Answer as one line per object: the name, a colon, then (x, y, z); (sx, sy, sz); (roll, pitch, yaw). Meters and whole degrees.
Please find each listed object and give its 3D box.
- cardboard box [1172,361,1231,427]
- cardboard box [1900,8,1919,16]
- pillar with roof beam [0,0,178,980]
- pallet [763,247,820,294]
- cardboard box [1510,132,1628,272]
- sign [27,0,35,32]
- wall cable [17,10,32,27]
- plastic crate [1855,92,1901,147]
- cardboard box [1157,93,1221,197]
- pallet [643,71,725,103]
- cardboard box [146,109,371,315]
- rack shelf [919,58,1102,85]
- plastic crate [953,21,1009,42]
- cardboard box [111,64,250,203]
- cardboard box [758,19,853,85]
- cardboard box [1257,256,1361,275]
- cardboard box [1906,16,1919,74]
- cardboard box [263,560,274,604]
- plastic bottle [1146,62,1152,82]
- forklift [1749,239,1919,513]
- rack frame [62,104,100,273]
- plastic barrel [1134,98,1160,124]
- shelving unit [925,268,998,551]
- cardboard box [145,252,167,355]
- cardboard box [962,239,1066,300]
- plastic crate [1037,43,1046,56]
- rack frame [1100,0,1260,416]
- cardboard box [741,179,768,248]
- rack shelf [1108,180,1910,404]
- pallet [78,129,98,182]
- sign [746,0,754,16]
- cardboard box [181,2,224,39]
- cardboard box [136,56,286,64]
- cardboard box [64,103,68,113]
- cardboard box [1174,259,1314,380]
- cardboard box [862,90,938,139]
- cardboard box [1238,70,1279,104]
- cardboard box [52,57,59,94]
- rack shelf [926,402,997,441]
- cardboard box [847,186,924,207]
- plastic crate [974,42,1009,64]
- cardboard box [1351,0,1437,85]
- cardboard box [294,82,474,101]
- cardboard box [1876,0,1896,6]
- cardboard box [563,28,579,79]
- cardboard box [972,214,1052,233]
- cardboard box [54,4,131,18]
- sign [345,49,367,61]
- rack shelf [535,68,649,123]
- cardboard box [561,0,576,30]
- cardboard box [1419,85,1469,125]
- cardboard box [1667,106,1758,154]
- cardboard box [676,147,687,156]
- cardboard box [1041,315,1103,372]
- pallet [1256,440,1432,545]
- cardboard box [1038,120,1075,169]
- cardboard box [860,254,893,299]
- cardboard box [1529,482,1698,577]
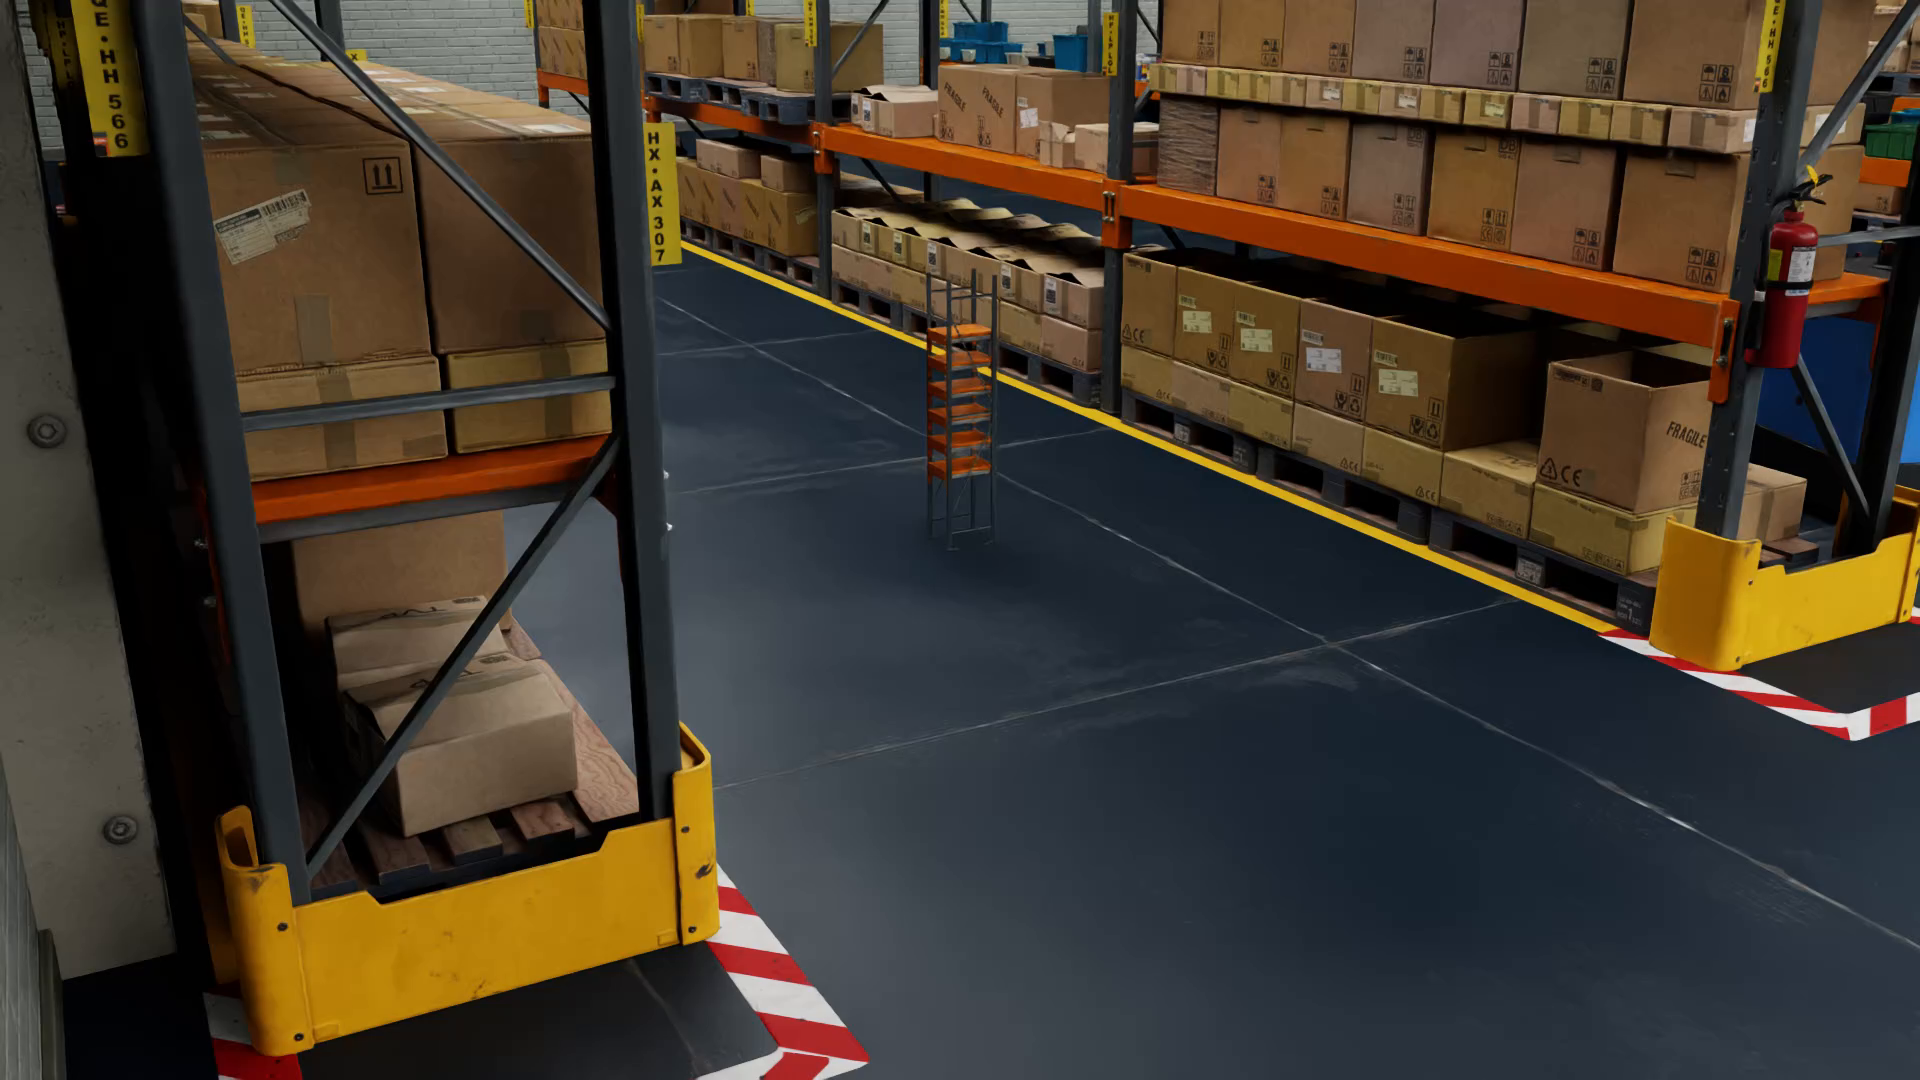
cardboard box: (1.465, -0.799, 8.751); (0.500, 0.250, 0.500); (-10, 21, -27)
cardboard box: (11.504, -6.300, 19.951); (0.380, 0.149, 0.250); (-9, 21, -25)
pillar with roof beam: (1.515, -3.878, 4.905); (9.100, 9.000, 0.400); (-10, 21, -27)
pallet: (-0.942, -2.275, 13.732); (1.003, 0.211, 1.213); (-10, 21, -27)
cardboard box: (2.714, -1.410, 6.796); (0.700, 0.500, 0.500); (-9, 21, -25)
sign: (-9.269, -5.263, 16.669); (0.100, 0.325, 0.005); (-10, 21, -27)
wall cable: (-11.149, -7.948, 21.461); (3.097, 2.526, 0.112); (-10, 21, -27)
plastic crate: (5.776, -2.791, 11.049); (0.767, 0.338, 0.504); (-10, 21, -27)
cardboard box: (1.495, -2.145, 8.929); (0.700, 0.500, 0.500); (-11, 22, -28)
pallet: (-2.237, -4.184, 15.284); (1.003, 0.211, 1.213); (-10, 21, -27)
cardboard box: (-1.821, -0.849, 4.376); (0.500, 0.500, 0.500); (-10, 21, -26)
rack shelf: (0.891, -5.521, 19.968); (1.077, 0.370, 4.000); (-10, 21, -27)
plastic crate: (0.265, -6.413, 21.305); (0.616, 0.435, 0.499); (-10, 21, -27)
cardboard box: (-3.040, -1.582, 6.499); (0.500, 0.500, 0.500); (-11, 22, -28)
cardboard box: (-1.285, -4.074, 13.874); (0.700, 0.500, 0.500); (-6, 20, -16)
cardboard box: (1.918, -1.233, 8.860); (0.500, 0.500, 0.500); (-10, 21, -27)
cardboard box: (9.094, -4.489, 15.070); (0.797, 0.503, 0.637); (-8, 20, -21)
cardboard box: (-2.337, 0.146, 6.138); (0.380, 0.149, 0.250); (-12, 22, -31)
plastic bottle: (1.976, -4.831, 17.169); (0.097, 0.201, 0.097); (0, 19, 0)
forklift: (5.434, -1.665, 7.795); (3.031, 2.935, 1.130); (-3, 19, -8)
rack frame: (-6.878, -3.753, 13.740); (1.000, 3.000, 0.127); (-10, 21, -27)
plastic barrel: (2.084, -4.335, 18.001); (0.600, 0.901, 0.708); (-10, 21, -27)
shelving unit: (0.007, -0.563, 7.255); (0.258, 1.200, 0.189); (-10, 21, -27)
cardboard box: (-2.313, -0.786, 5.343); (0.500, 0.250, 0.500); (-10, 21, -26)
cardboard box: (0.346, -1.752, 10.654); (0.500, 0.311, 0.500); (-10, 21, -27)
plastic crate: (1.142, -5.835, 19.939); (0.416, 0.233, 0.300); (-10, 21, -27)
rack frame: (1.279, -2.225, 9.311); (1.000, 3.000, 0.127); (-10, 21, -27)
cardboard box: (-1.517, -2.780, 14.078); (0.500, 0.500, 0.500); (-11, 22, -29)
rack shelf: (2.228, -1.310, 7.765); (1.077, 0.370, 4.000); (-10, 21, -27)
pallet: (-4.547, -2.326, 9.899); (1.213, 0.211, 1.003); (-10, 21, -27)
sign: (-2.034, -5.155, 16.030); (0.100, 0.325, 0.005); (-10, 21, -27)
cardboard box: (-4.981, -3.335, 10.739); (0.500, 0.250, 0.500); (-9, 21, -25)
cardboard box: (-3.550, -2.024, 7.903); (0.700, 0.500, 0.500); (-8, 20, -21)
cardboard box: (-6.155, -3.336, 11.892); (0.500, 0.500, 0.500); (-9, 21, -25)
cardboard box: (1.468, -1.154, 8.630); (0.500, 0.500, 0.500); (-10, 21, -27)
cardboard box: (-0.367, -3.044, 11.823); (0.500, 0.311, 0.500); (-10, 22, -27)
cardboard box: (1.605, -2.250, 8.239); (0.380, 0.149, 0.250); (-10, 22, -27)
cardboard box: (-7.817, -4.470, 15.360); (0.980, 0.700, 0.700); (-11, 22, -29)
rack shelf: (0.007, -0.521, 7.270); (0.258, 0.103, 0.180); (-10, 21, -27)
cardboard box: (-0.586, -2.574, 13.482); (0.500, 0.500, 0.500); (-9, 21, -24)
plastic crate: (0.394, -5.885, 20.084); (0.416, 0.233, 0.300); (-10, 21, -27)
cardboard box: (2.210, -2.326, 7.465); (0.700, 0.500, 0.500); (-10, 21, -27)
cardboard box: (-1.863, -1.224, 5.460); (0.500, 0.500, 0.500); (-9, 21, -25)
cardboard box: (14.220, -8.349, 25.374); (0.500, 0.500, 0.500); (-10, 22, -27)
cardboard box: (-3.956, -5.257, 17.945); (0.500, 0.500, 0.500); (-10, 21, -27)
cardboard box: (0.334, -2.131, 11.752); (0.500, 0.311, 0.500); (-10, 21, -27)
cardboard box: (-5.422, -3.246, 10.483); (0.500, 0.250, 0.500); (-9, 21, -25)
sign: (-2.605, -1.952, 7.193); (0.100, 0.325, 0.005); (-10, 21, -27)
rack shelf: (-3.470, -4.755, 17.748); (1.077, 0.370, 4.000); (-10, 21, -27)
cardboard box: (-3.953, -5.728, 17.778); (0.500, 0.500, 0.500); (-10, 21, -26)
cardboard box: (2.213, -1.882, 7.170); (0.380, 0.149, 0.250); (-9, 21, -25)
cardboard box: (2.829, -1.510, 6.094); (0.380, 0.149, 0.250); (-10, 22, -28)
cardboard box: (-3.041, -3.667, 16.649); (0.500, 0.500, 0.500); (-10, 21, -27)
cardboard box: (0.826, -1.197, 9.906); (0.500, 0.250, 0.500); (-10, 22, -27)
pallet: (2.203, -0.321, 8.070); (1.003, 0.211, 1.213); (-10, 21, -27)
cardboard box: (0.699, -2.385, 9.982); (0.396, 0.266, 0.258); (-11, 22, -28)
cardboard box: (-0.391, -1.932, 12.034); (0.500, 0.250, 0.500); (-11, 22, -28)
cardboard box: (2.663, -0.083, 6.677); (0.500, 0.250, 0.500); (-10, 21, -27)
